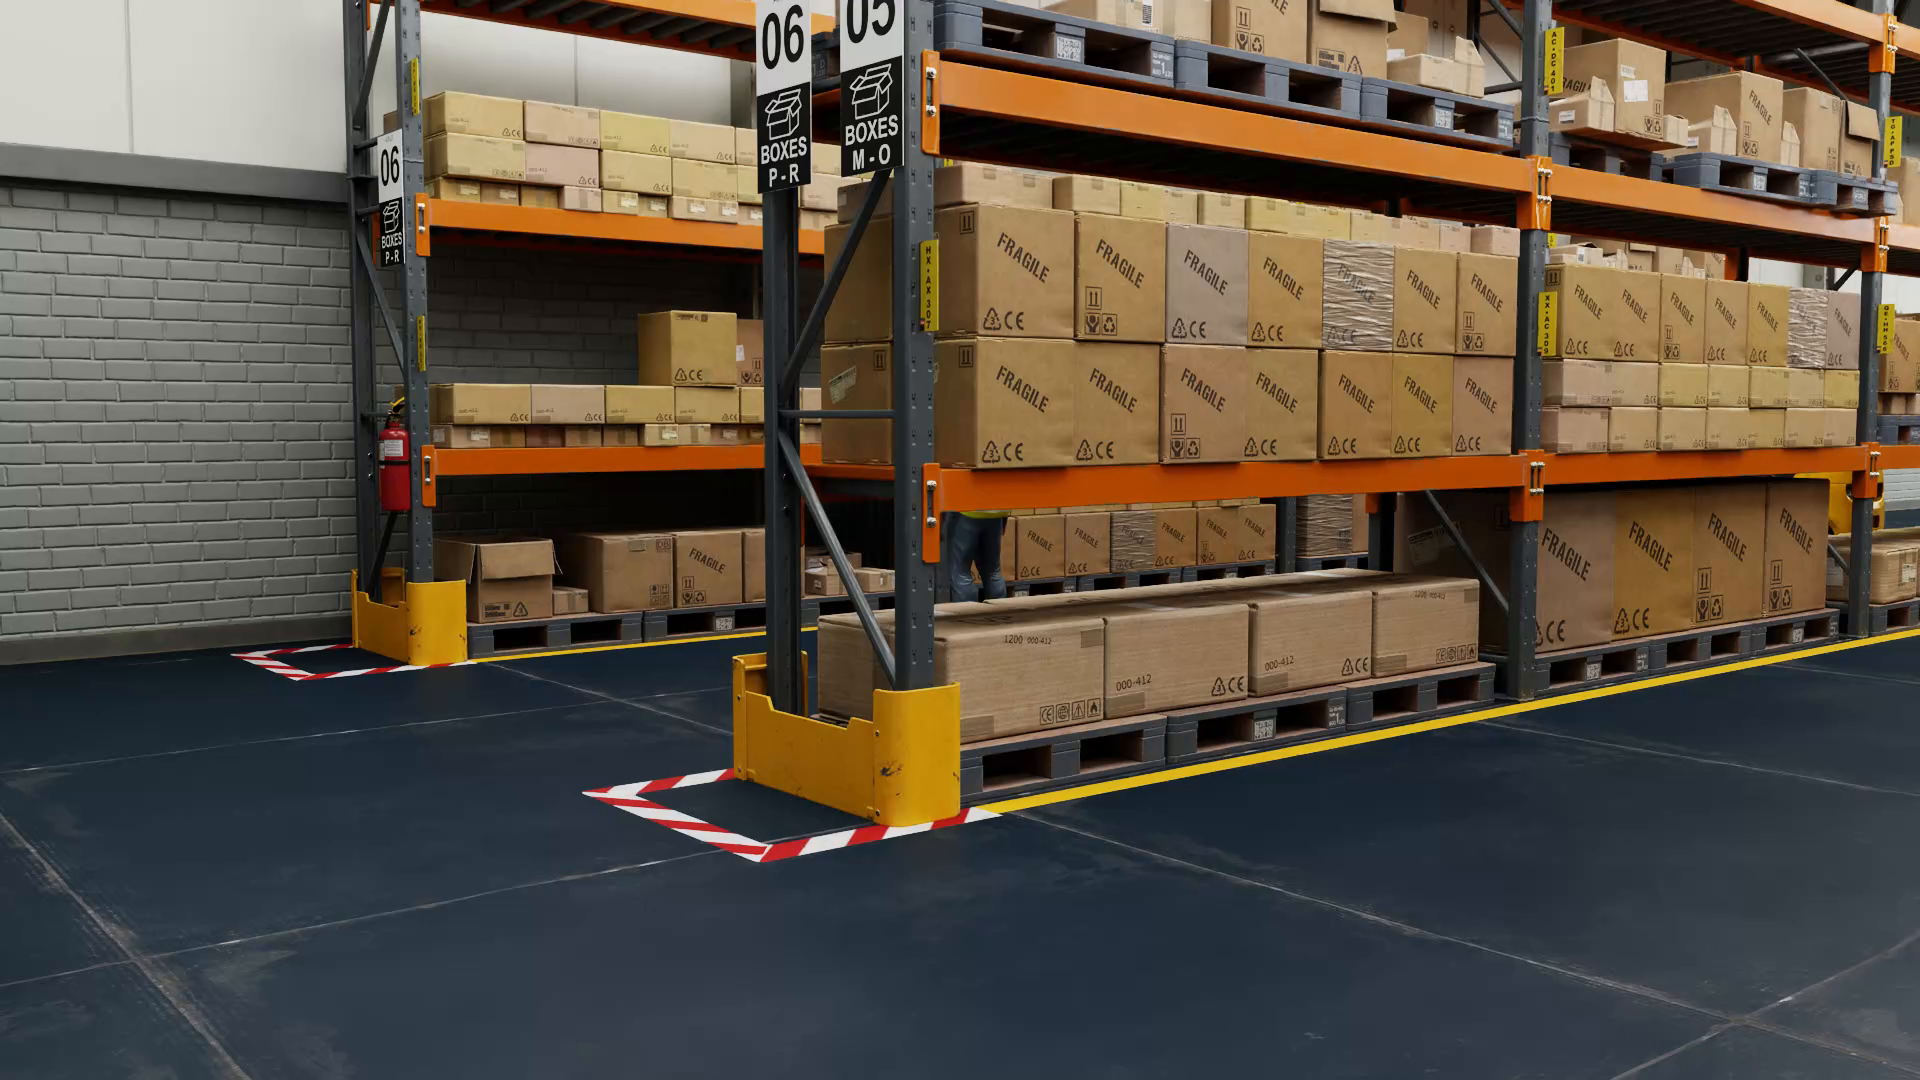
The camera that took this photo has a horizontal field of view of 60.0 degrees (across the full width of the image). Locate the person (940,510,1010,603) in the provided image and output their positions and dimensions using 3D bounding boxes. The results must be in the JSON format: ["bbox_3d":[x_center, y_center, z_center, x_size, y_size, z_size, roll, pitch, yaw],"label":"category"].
[{"bbox_3d":[0.082,-0.179,10.794,0.631,1.759,0.461,-4,6,-42],"label":"person"}]
